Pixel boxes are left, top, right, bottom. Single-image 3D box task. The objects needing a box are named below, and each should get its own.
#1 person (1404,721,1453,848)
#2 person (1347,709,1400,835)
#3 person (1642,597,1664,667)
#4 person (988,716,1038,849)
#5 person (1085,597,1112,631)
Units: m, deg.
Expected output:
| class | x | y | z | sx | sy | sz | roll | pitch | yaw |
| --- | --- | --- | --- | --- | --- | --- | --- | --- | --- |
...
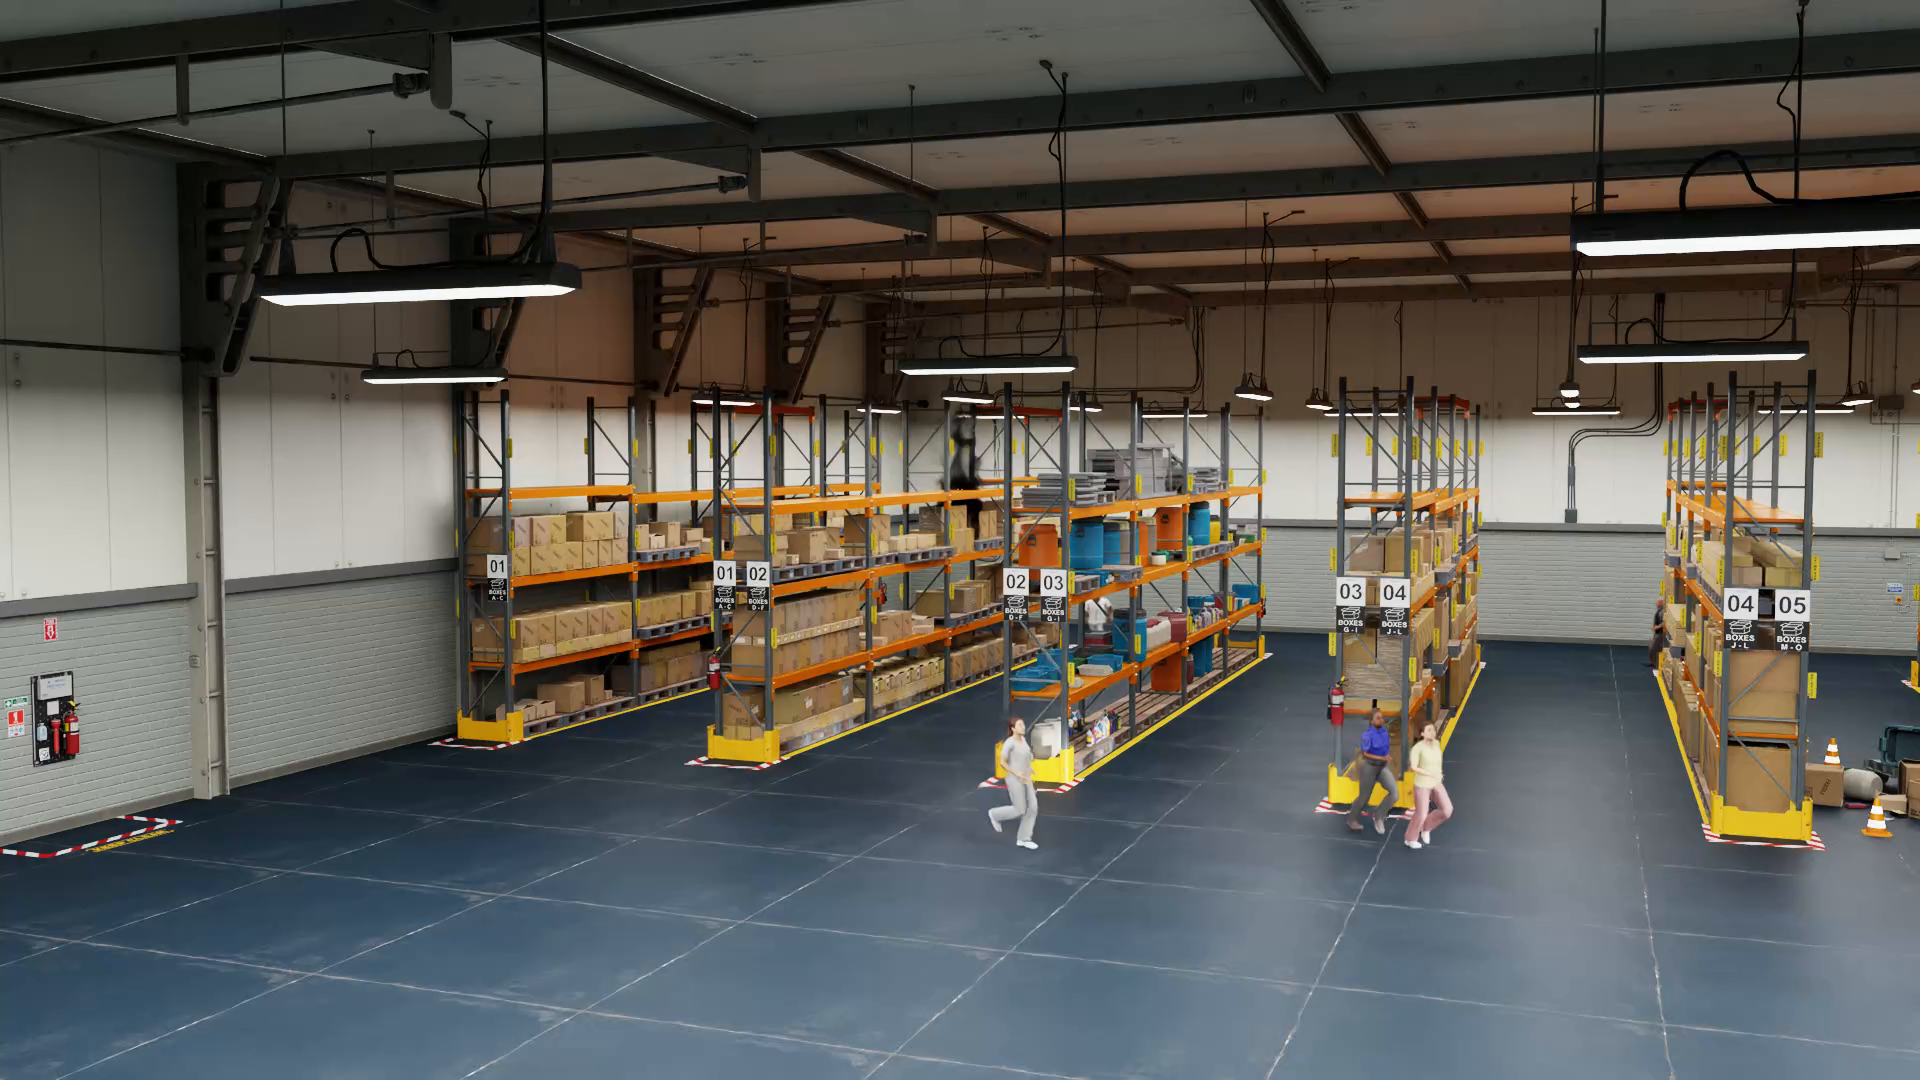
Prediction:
| class | x | y | z | sx | sy | sz | roll | pitch | yaw |
| --- | --- | --- | --- | --- | --- | --- | --- | --- | --- |
| person | 5.816 | 3.045 | 20.618 | 0.594 | 1.620 | 0.714 | -1 | 3 | -22 |
| person | 5.393 | 2.990 | 21.492 | 0.592 | 1.627 | 0.828 | -2 | 3 | -26 |
| person | 15.934 | 2.099 | 37.826 | 0.724 | 1.642 | 0.865 | 1 | 3 | 13 |
| person | 0.701 | 3.035 | 20.965 | 0.731 | 1.641 | 0.565 | 3 | 4 | 39 |
| person | 3.192 | 1.986 | 39.076 | 0.679 | 1.804 | 0.733 | 1 | 3 | 13 |
